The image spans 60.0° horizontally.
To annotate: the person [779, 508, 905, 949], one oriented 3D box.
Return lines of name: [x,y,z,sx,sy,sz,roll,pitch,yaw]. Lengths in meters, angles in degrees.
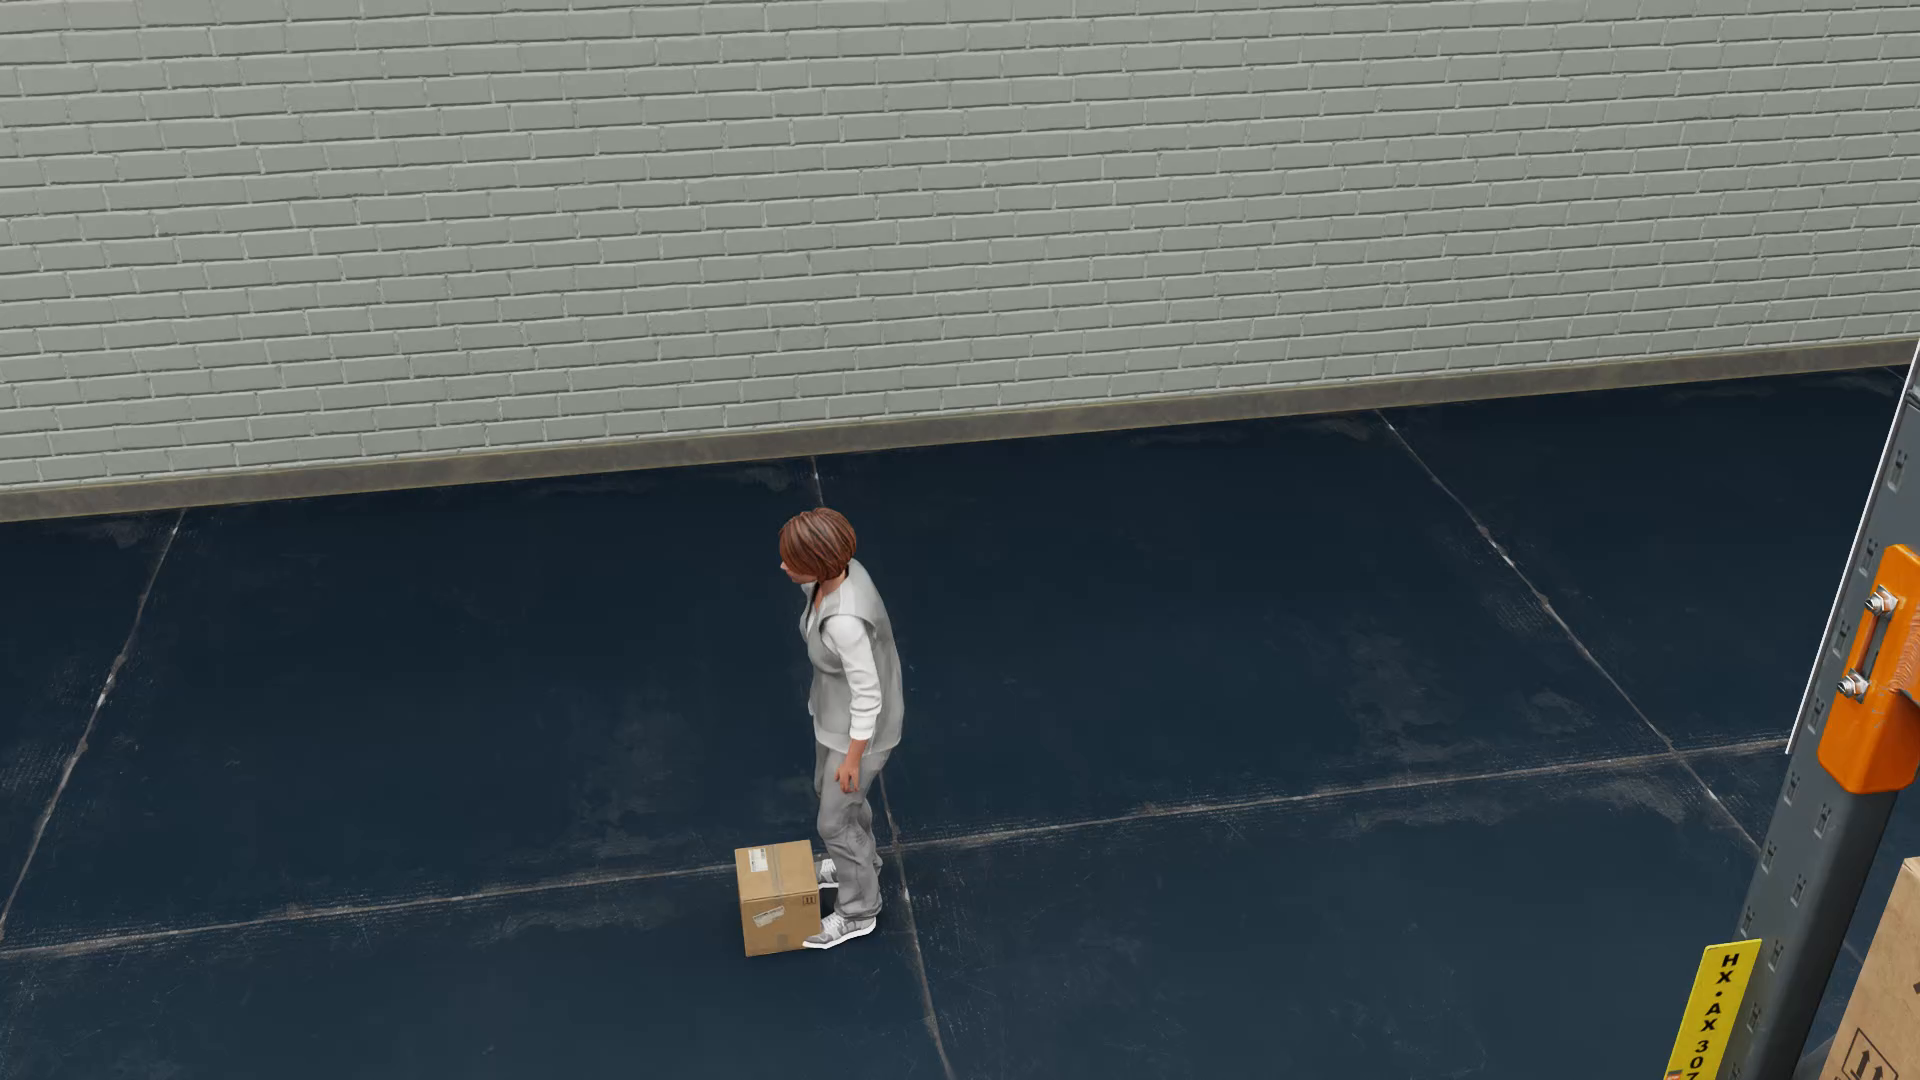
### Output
person: [-0.374,0.582,5.181,0.378,1.591,0.480,-7,32,-12]
